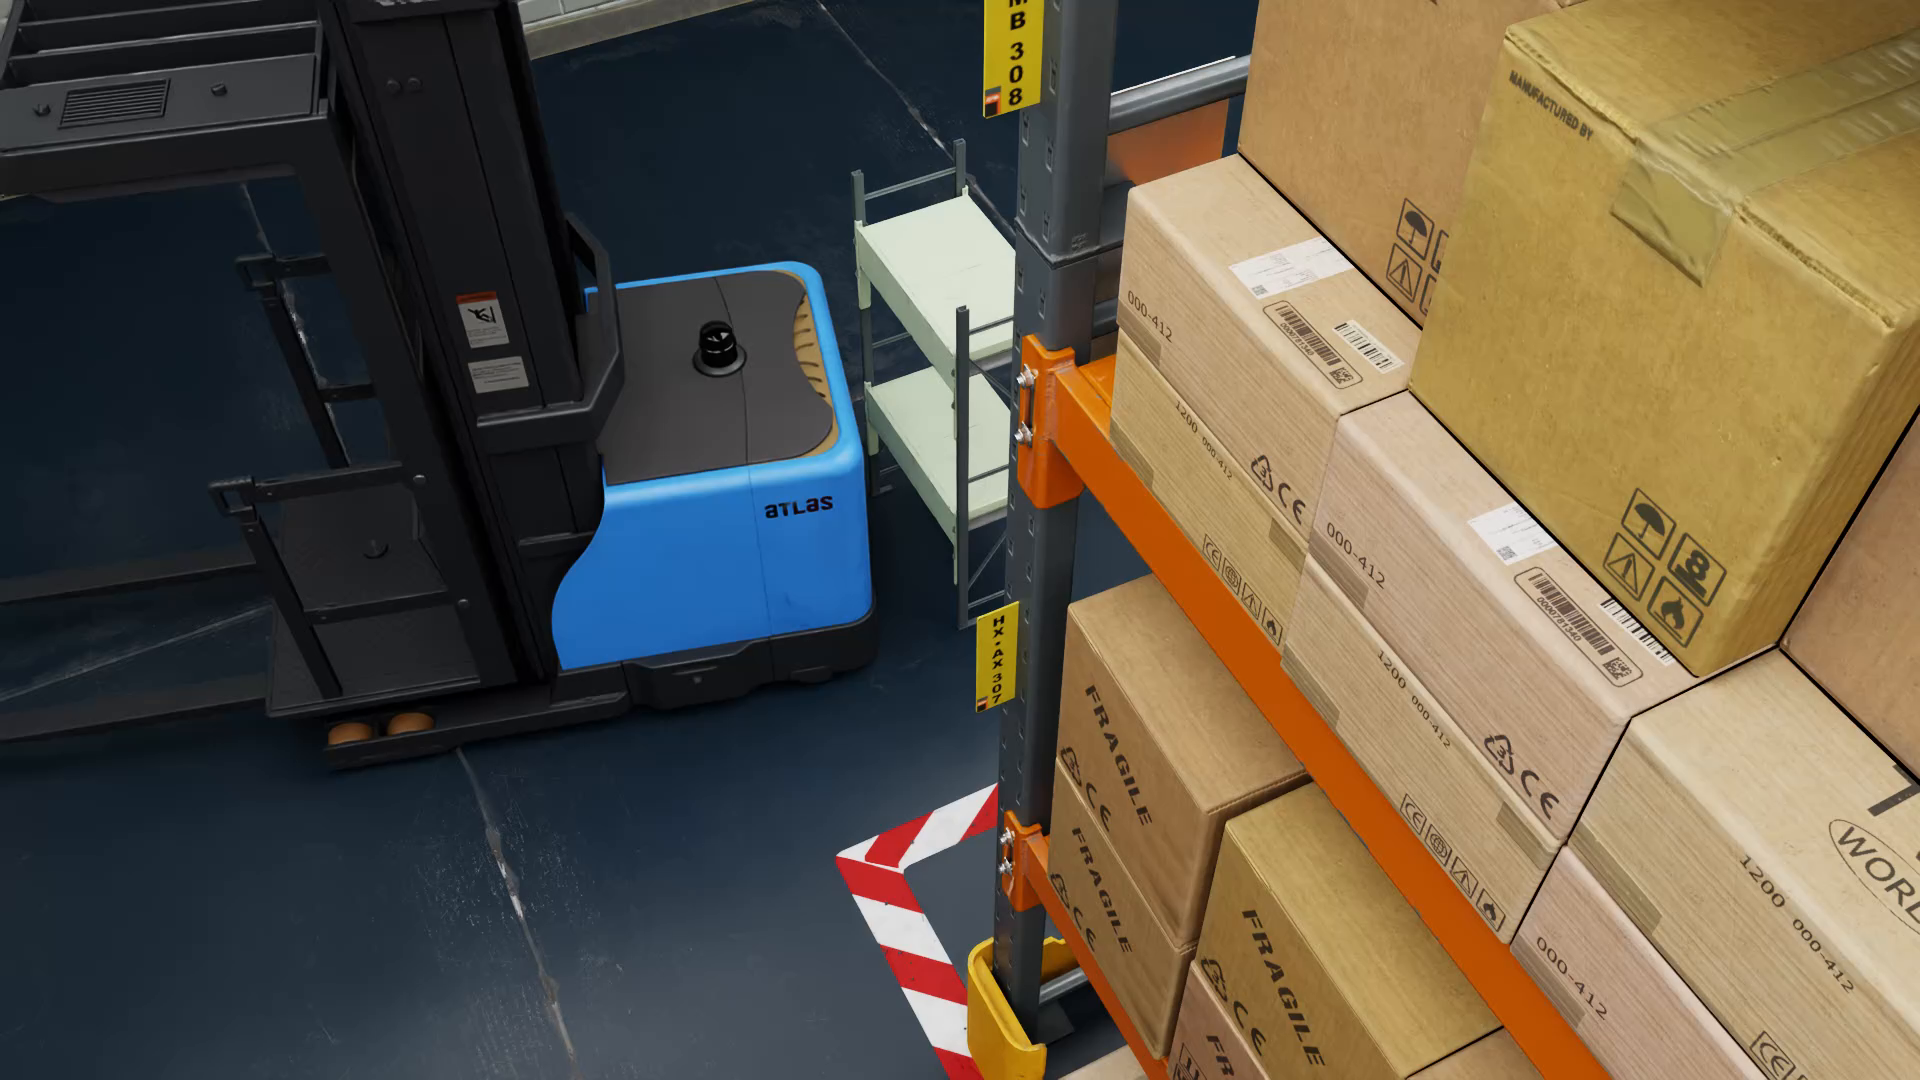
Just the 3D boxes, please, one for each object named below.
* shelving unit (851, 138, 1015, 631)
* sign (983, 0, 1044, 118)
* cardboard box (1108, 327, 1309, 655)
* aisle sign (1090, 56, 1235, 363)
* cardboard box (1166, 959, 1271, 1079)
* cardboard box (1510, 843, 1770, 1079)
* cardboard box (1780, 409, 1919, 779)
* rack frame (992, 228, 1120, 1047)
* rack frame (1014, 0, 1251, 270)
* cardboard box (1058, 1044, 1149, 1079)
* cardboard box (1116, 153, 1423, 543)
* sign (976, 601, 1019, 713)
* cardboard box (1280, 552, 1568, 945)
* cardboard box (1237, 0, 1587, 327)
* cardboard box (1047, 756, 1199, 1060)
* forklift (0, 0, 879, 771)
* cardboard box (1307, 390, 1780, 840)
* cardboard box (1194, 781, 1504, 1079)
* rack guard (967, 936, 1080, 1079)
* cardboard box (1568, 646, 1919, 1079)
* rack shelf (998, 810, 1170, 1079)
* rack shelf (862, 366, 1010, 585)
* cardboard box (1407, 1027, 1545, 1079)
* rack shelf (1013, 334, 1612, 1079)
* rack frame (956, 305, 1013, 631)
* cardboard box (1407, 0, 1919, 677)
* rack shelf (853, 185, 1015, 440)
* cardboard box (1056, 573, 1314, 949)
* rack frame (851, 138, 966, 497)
[{"bbox_3d":[0.003,-0.489,5.682,0.431,1.500,0.755,-21,52,-18],"label":"shelving unit"},{"bbox_3d":[0.080,-0.743,2.334,0.100,0.325,0.005,-21,52,-18],"label":"sign"},{"bbox_3d":[0.571,-0.162,2.506,0.500,0.250,0.500,-21,52,-18],"label":"cardboard box"},{"bbox_3d":[0.270,-0.456,2.929,0.394,0.787,0.004,-21,52,-18],"label":"aisle sign"},{"bbox_3d":[0.771,1.043,3.278,0.500,0.500,0.500,-22,52,-18],"label":"cardboard box"},{"bbox_3d":[1.019,0.511,1.917,0.500,0.250,0.500,-21,52,-18],"label":"cardboard box"},{"bbox_3d":[1.289,-0.005,1.538,0.700,0.500,0.500,-21,52,-18],"label":"cardboard box"},{"bbox_3d":[0.562,0.345,3.956,1.000,3.000,0.127,-21,52,-18],"label":"rack frame"},{"bbox_3d":[0.562,-1.630,1.697,1.000,3.000,0.127,-21,52,-18],"label":"rack frame"},{"bbox_3d":[0.448,1.537,4.514,0.380,0.149,0.250,-21,52,-18],"label":"cardboard box"},{"bbox_3d":[0.566,-0.324,2.316,0.500,0.250,0.500,-21,52,-18],"label":"cardboard box"},{"bbox_3d":[0.080,0.247,3.466,0.100,0.325,0.005,-21,52,-18],"label":"sign"},{"bbox_3d":[0.788,0.177,2.209,0.500,0.250,0.500,-21,52,-18],"label":"cardboard box"},{"bbox_3d":[0.812,-0.667,2.117,0.700,0.500,0.500,-21,52,-18],"label":"cardboard box"},{"bbox_3d":[0.531,0.700,3.579,0.500,0.500,0.500,-20,52,-17],"label":"cardboard box"},{"bbox_3d":[-1.856,-0.638,4.861,3.031,2.935,1.130,-9,49,-8],"label":"forklift"},{"bbox_3d":[0.788,0.013,2.021,0.500,0.250,0.500,-21,52,-18],"label":"cardboard box"},{"bbox_3d":[0.776,0.718,2.899,0.500,0.500,0.500,-21,52,-17],"label":"cardboard box"},{"bbox_3d":[0.597,1.219,4.852,1.175,0.500,0.348,-21,52,-18],"label":"rack guard"},{"bbox_3d":[1.023,0.345,1.730,0.500,0.250,0.500,-21,52,-18],"label":"cardboard box"},{"bbox_3d":[1.477,1.920,3.056,1.077,0.370,4.000,-21,52,-18],"label":"rack shelf"},{"bbox_3d":[0.003,-0.275,5.927,0.431,0.370,0.720,-21,52,-18],"label":"rack shelf"},{"bbox_3d":[1.001,1.054,2.604,0.500,0.500,0.500,-21,52,-17],"label":"cardboard box"},{"bbox_3d":[1.477,0.933,1.927,1.077,0.370,4.000,-21,52,-18],"label":"rack shelf"},{"bbox_3d":[0.171,-0.244,5.467,0.400,1.500,0.023,-21,52,-18],"label":"rack frame"},{"bbox_3d":[0.965,-0.303,1.799,0.700,0.500,0.500,-21,52,-18],"label":"cardboard box"},{"bbox_3d":[0.003,-0.746,5.388,0.431,0.370,0.720,-21,52,-18],"label":"rack shelf"},{"bbox_3d":[0.531,0.371,3.202,0.500,0.500,0.500,-20,52,-16],"label":"cardboard box"},{"bbox_3d":[-0.164,-0.734,5.896,0.400,1.500,0.023,-21,52,-18],"label":"rack frame"}]
